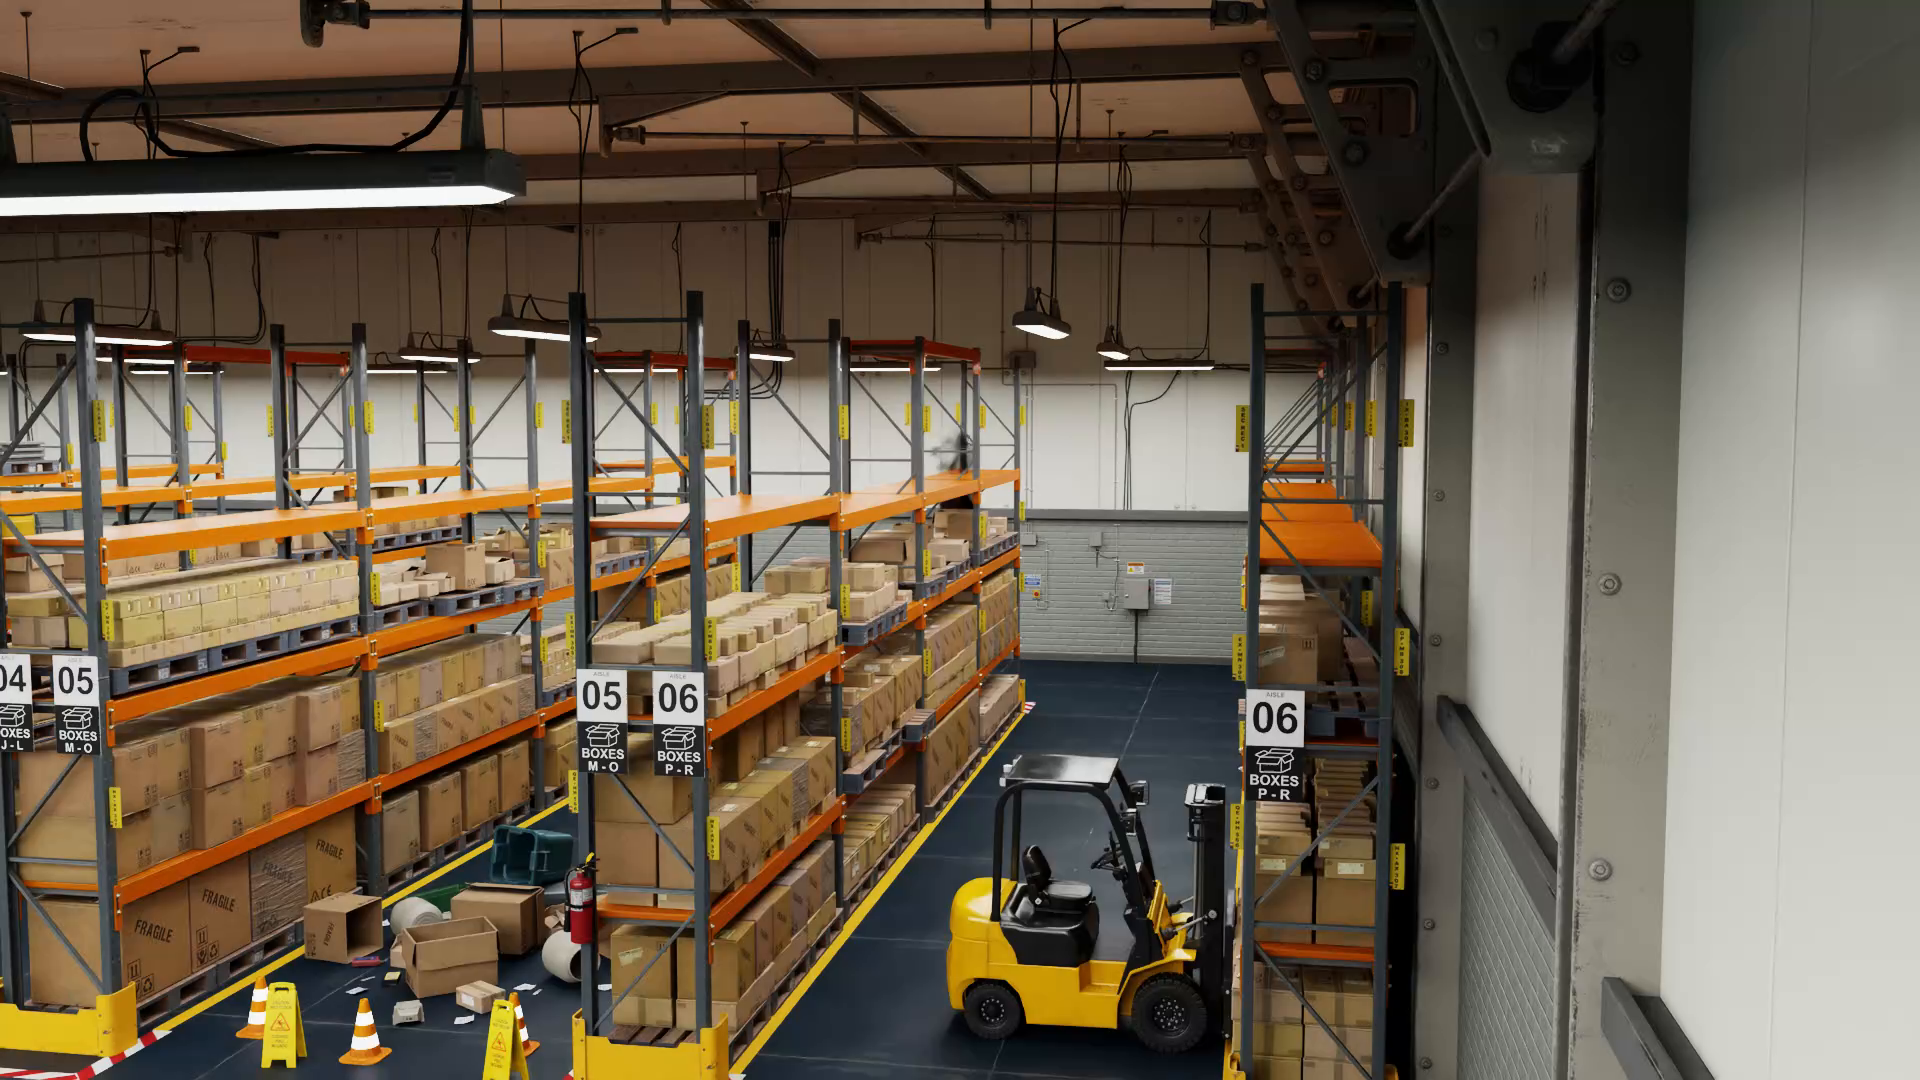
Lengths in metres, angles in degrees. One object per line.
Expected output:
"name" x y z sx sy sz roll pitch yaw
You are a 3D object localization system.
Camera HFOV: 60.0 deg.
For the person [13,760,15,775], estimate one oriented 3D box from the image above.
"person" -12.460 2.479 22.087 0.671 1.819 0.897 0 5 -1
